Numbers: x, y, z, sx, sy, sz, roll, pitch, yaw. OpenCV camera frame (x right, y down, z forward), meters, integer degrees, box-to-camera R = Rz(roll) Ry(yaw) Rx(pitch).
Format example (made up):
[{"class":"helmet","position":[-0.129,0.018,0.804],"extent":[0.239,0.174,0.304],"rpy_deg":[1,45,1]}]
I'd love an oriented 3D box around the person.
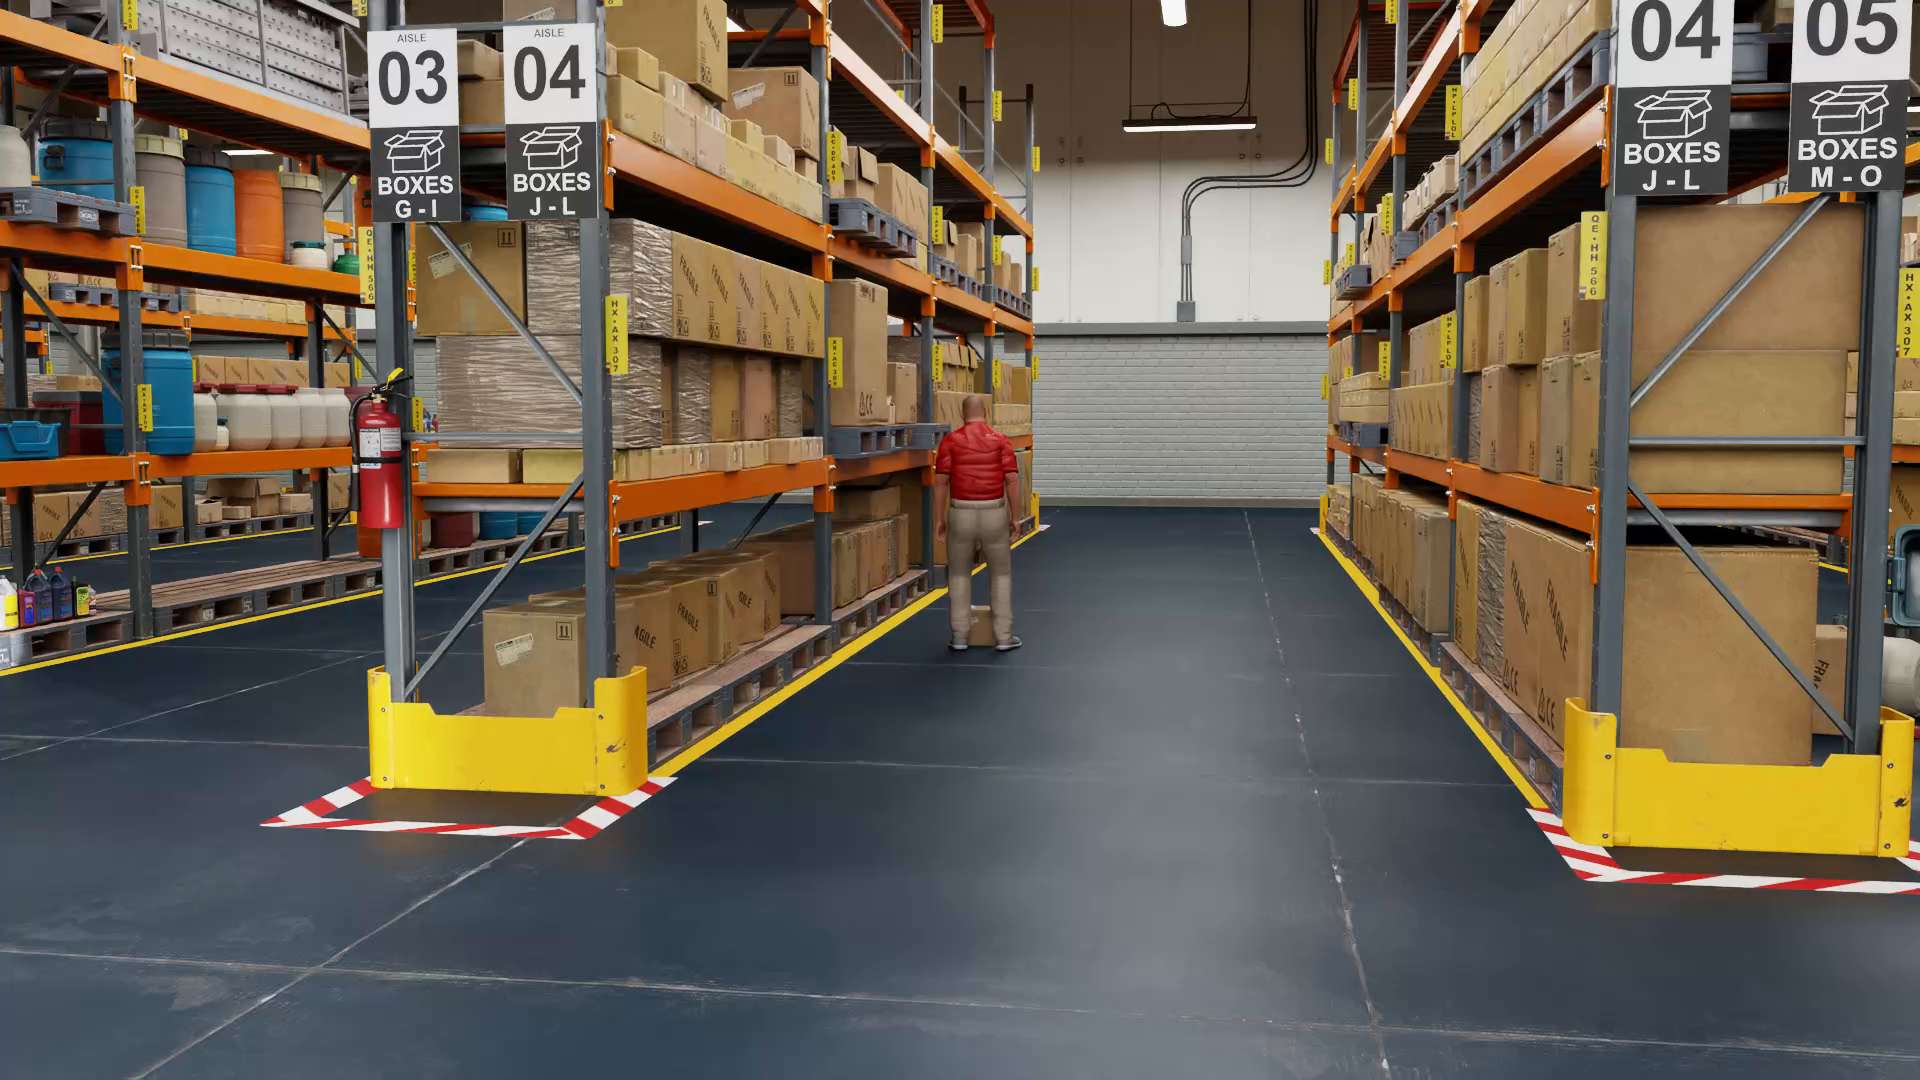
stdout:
[{"class":"person","position":[0.122,-0.120,11.281],"extent":[0.598,1.725,0.396],"rpy_deg":[0,4,2]}]
